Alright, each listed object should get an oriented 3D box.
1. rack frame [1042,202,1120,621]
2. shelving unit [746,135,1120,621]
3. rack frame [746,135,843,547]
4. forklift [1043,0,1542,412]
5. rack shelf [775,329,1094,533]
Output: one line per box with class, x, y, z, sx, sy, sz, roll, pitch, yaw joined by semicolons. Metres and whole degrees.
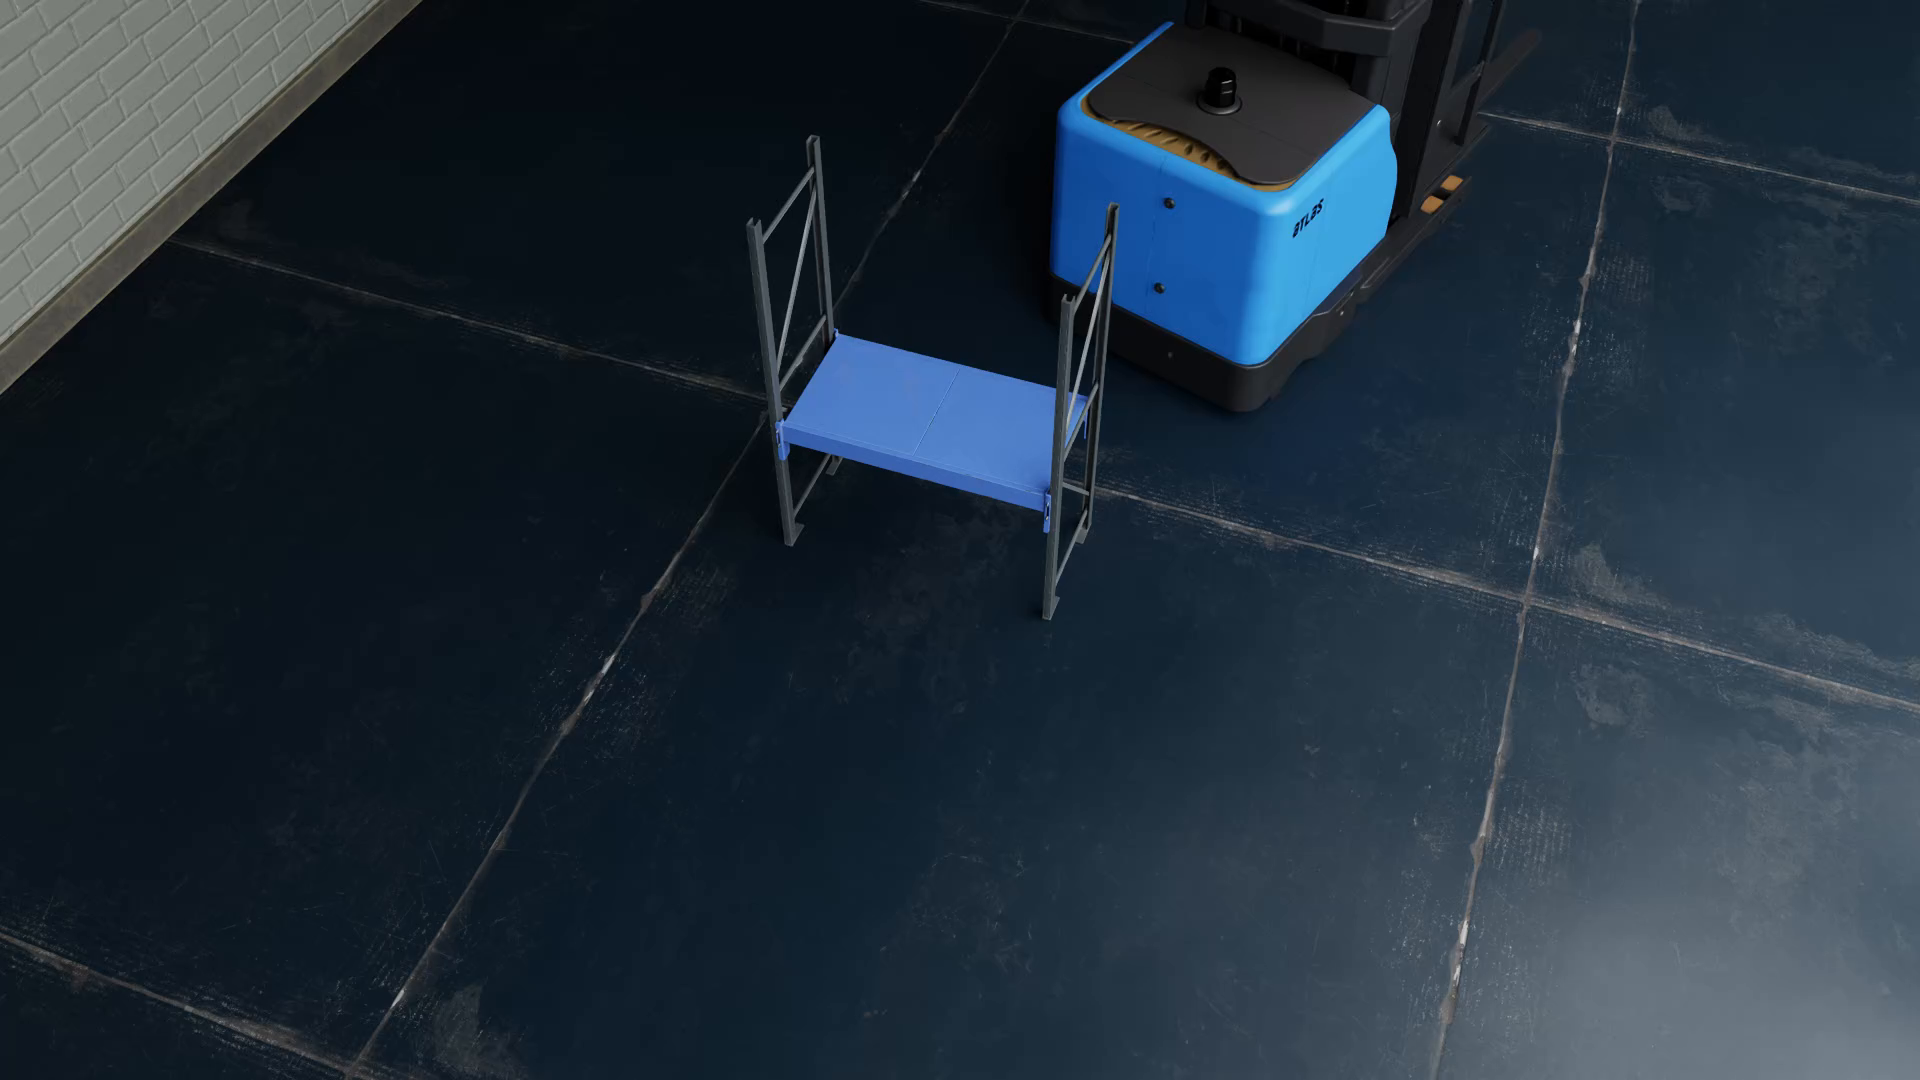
rack frame;0.397;-0.380;5.587;0.032;1.500;0.500;16;51;13
shelving unit;-0.080;-0.514;5.703;1.048;1.500;0.538;16;51;13
rack frame;-0.557;-0.647;5.818;0.032;1.500;0.500;16;51;13
forklift;1.647;-2.534;6.507;1.130;2.935;3.031;30;56;24
rack shelf;-0.080;-0.396;5.839;1.000;0.185;0.538;16;51;13
